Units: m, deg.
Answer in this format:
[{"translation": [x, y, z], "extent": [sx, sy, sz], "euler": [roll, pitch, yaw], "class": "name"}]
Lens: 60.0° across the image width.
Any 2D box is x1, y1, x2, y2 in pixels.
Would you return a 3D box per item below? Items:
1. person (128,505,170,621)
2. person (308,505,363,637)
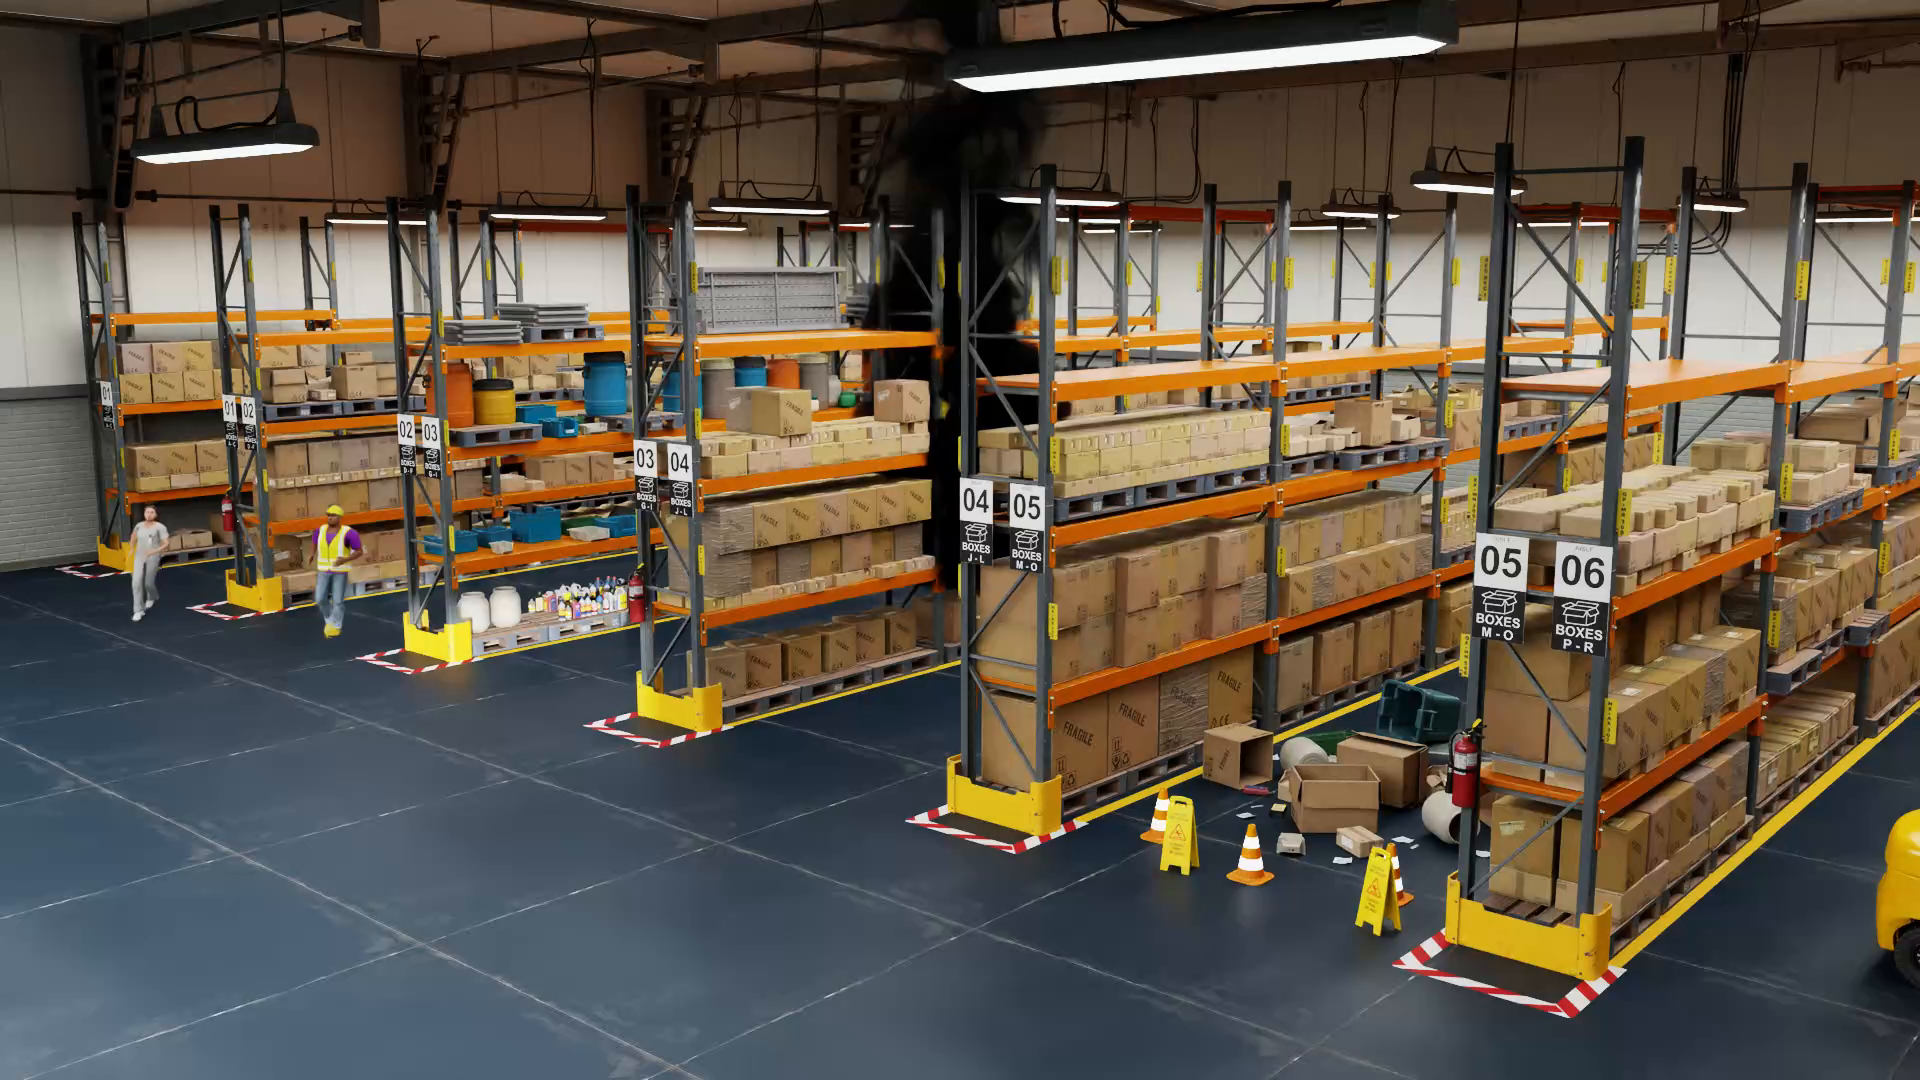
[{"translation": [-11.937, 0.307, 24.478], "extent": [0.604, 1.660, 0.826], "euler": [-1, 10, -6], "class": "person"}, {"translation": [-8.211, 0.423, 21.820], "extent": [0.734, 1.766, 0.501], "euler": [0, 9, 3], "class": "person"}]
